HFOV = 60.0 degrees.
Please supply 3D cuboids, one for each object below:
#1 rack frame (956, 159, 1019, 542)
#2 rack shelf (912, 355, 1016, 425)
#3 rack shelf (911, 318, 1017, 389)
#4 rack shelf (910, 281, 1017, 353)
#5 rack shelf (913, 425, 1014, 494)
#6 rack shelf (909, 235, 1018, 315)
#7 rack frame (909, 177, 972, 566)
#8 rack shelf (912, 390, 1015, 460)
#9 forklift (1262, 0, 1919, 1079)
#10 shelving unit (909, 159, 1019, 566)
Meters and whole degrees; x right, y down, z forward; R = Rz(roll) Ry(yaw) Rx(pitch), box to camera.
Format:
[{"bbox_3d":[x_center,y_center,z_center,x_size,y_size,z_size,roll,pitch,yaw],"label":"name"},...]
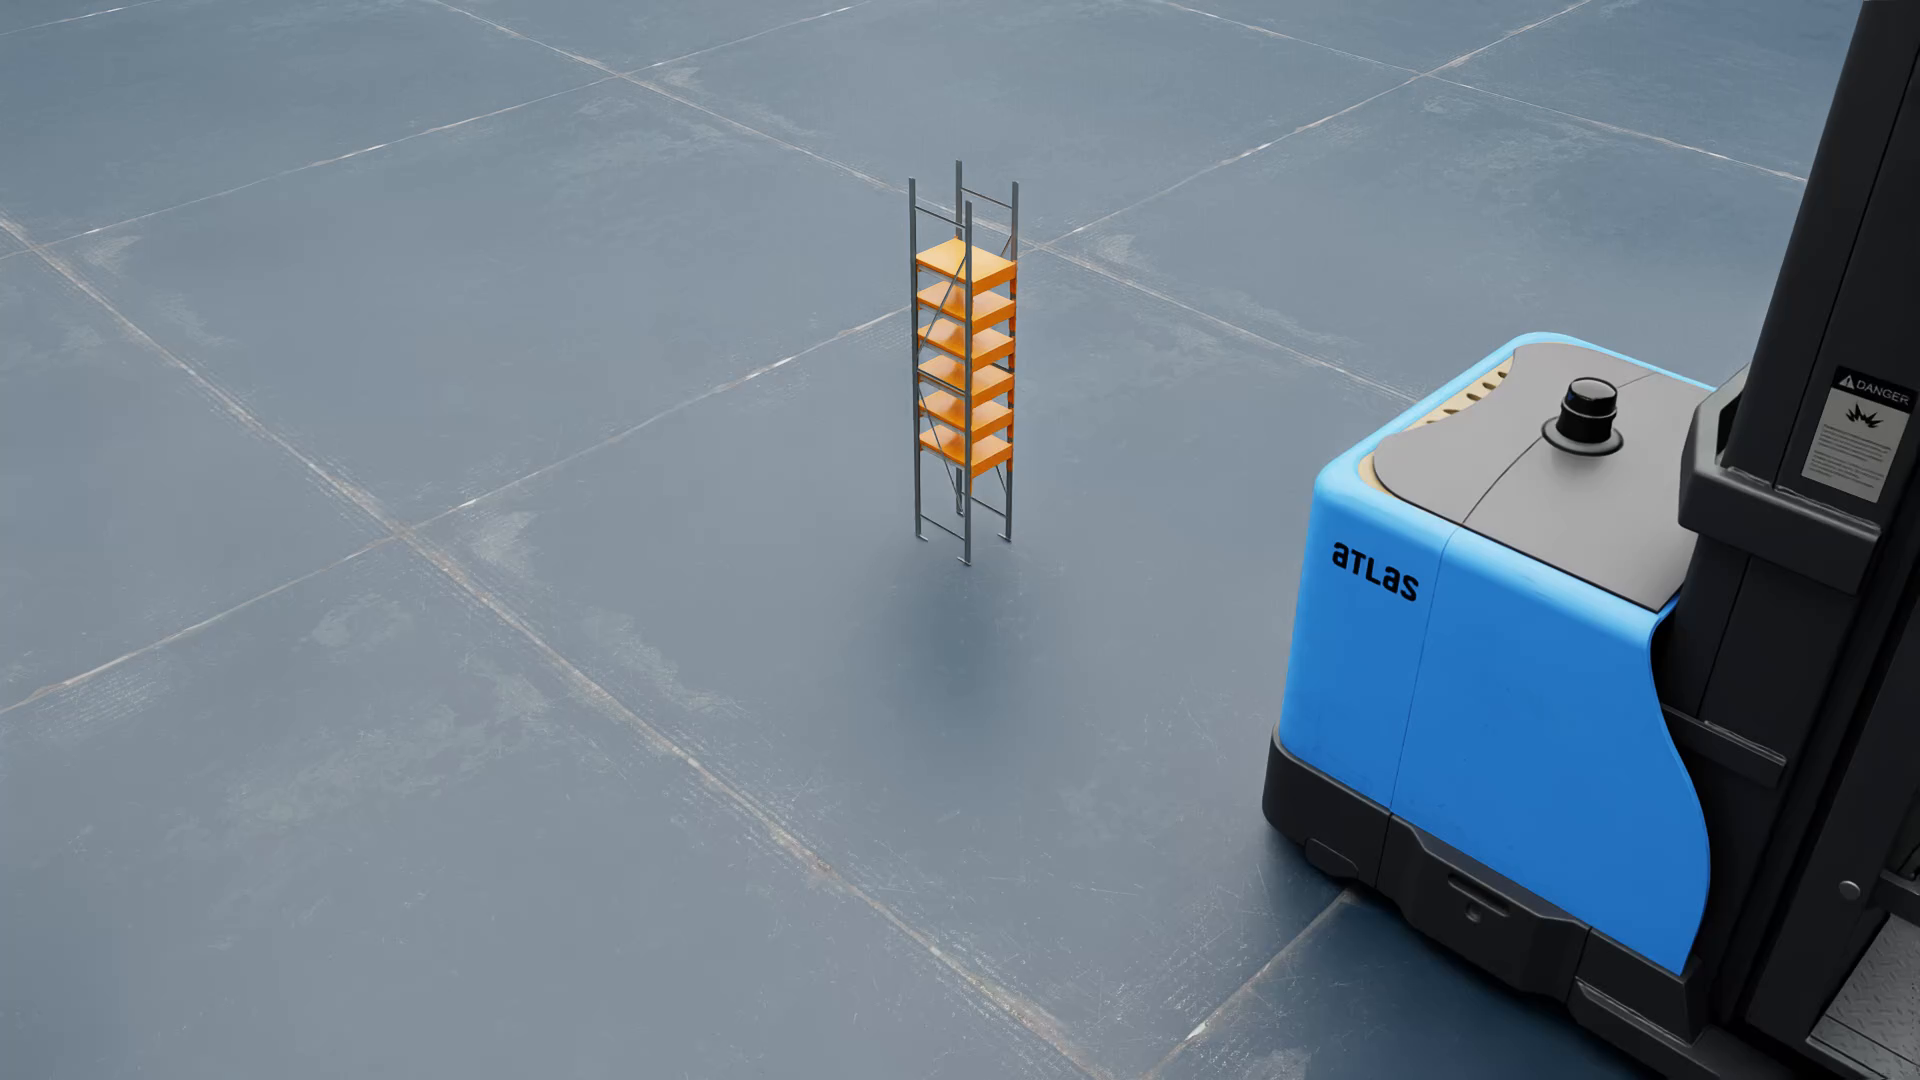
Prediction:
[{"bbox_3d":[0.075,-0.535,4.968,0.240,1.200,0.006,30,45,35],"label":"rack frame"},{"bbox_3d":[0.010,-0.462,4.941,0.258,0.103,0.180,30,45,35],"label":"rack shelf"},{"bbox_3d":[0.010,-0.560,4.872,0.258,0.103,0.180,30,45,35],"label":"rack shelf"},{"bbox_3d":[0.010,-0.658,4.803,0.258,0.103,0.180,30,45,35],"label":"rack shelf"},{"bbox_3d":[0.010,-0.265,5.078,0.258,0.103,0.180,30,45,35],"label":"rack shelf"},{"bbox_3d":[0.010,-0.757,4.735,0.258,0.103,0.180,30,45,35],"label":"rack shelf"},{"bbox_3d":[-0.054,-0.461,4.862,0.240,1.200,0.006,30,45,35],"label":"rack frame"},{"bbox_3d":[0.010,-0.363,5.009,0.258,0.103,0.180,30,45,35],"label":"rack shelf"},{"bbox_3d":[2.162,-0.077,2.799,3.031,2.935,1.130,29,44,35],"label":"forklift"},{"bbox_3d":[0.010,-0.498,4.915,0.258,1.200,0.189,30,45,35],"label":"shelving unit"}]
